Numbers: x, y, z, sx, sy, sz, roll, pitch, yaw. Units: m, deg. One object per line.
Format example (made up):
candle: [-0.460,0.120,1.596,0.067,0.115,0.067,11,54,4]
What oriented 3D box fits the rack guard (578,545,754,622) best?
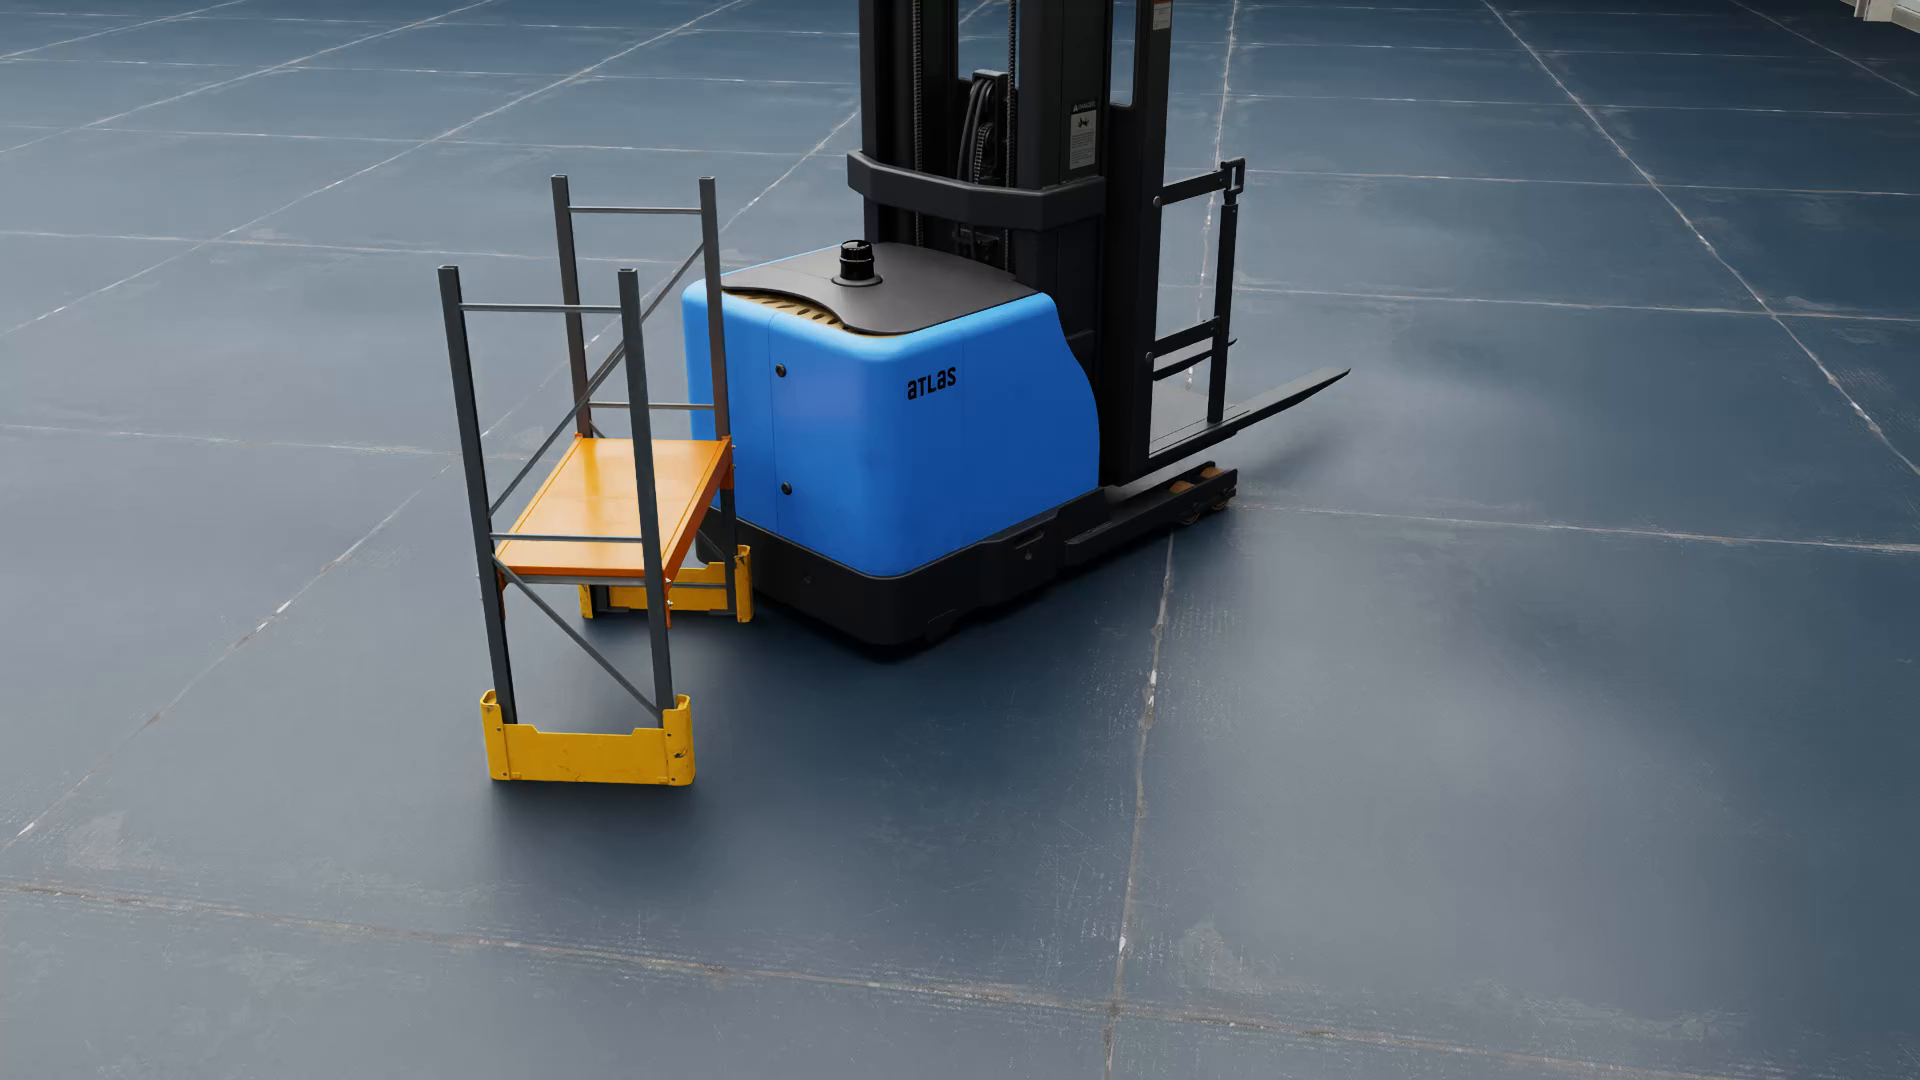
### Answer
rack guard: [-1.002,0.143,5.651,0.587,0.250,0.087,1,25,3]

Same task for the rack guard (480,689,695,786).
rack guard: [-1.059,0.564,4.750,0.587,0.250,0.087,1,25,3]

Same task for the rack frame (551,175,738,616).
rack frame: [-1.001,-0.432,5.403,0.500,1.500,0.032,1,25,3]

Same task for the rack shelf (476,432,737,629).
rack shelf: [-1.030,-0.054,5.020,0.538,0.185,1.000,1,25,3]

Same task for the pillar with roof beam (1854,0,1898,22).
pillar with roof beam: [6.144,-10.301,17.641,9.100,9.000,0.400,4,25,9]

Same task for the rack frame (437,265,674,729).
rack frame: [-1.059,-0.001,4.484,0.500,1.500,0.032,1,25,3]

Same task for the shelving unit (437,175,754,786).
shelving unit: [-1.031,-0.213,4.935,0.587,1.500,1.083,1,25,3]

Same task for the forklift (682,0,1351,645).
forklift: [0.438,-1.520,6.040,1.130,2.935,3.031,22,33,39]
